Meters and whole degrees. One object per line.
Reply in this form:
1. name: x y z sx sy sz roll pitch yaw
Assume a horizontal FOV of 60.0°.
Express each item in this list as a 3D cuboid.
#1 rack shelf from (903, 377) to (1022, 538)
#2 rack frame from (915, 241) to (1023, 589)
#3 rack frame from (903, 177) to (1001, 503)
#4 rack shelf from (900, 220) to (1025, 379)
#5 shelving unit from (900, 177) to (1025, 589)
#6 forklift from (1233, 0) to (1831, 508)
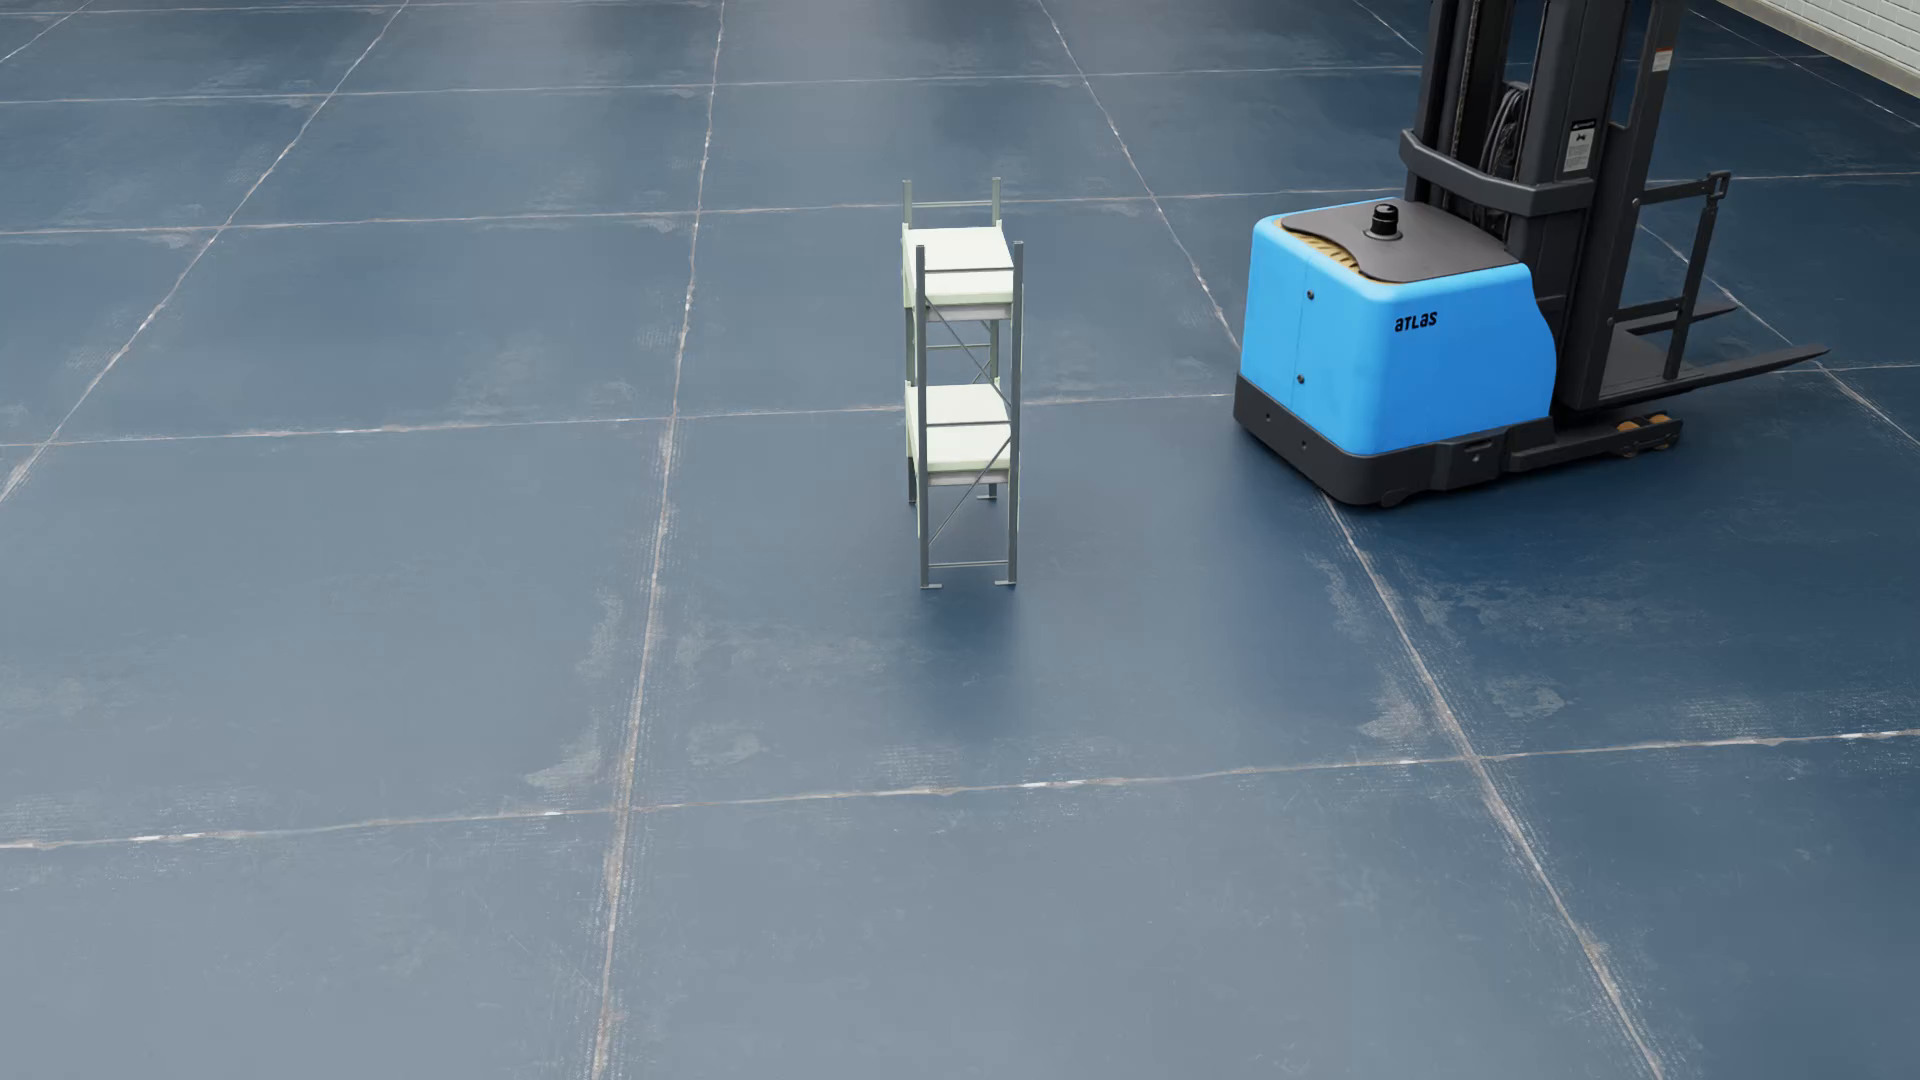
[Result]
1. rack shelf: 0.001 -0.361 7.027 0.431 0.370 0.720 -3 31 -5
2. rack frame: 0.035 -0.454 6.547 0.400 1.500 0.023 -3 31 -5
3. rack frame: -0.034 -0.827 7.173 0.400 1.500 0.023 -3 31 -5
4. rack shelf: 0.001 -0.976 6.660 0.431 0.370 0.720 -3 31 -5
5. shelving unit: 0.001 -0.640 6.860 0.431 1.500 0.755 -3 31 -5
6. forklift: 2.898 -1.887 7.551 3.031 2.935 1.130 -12 33 -20
